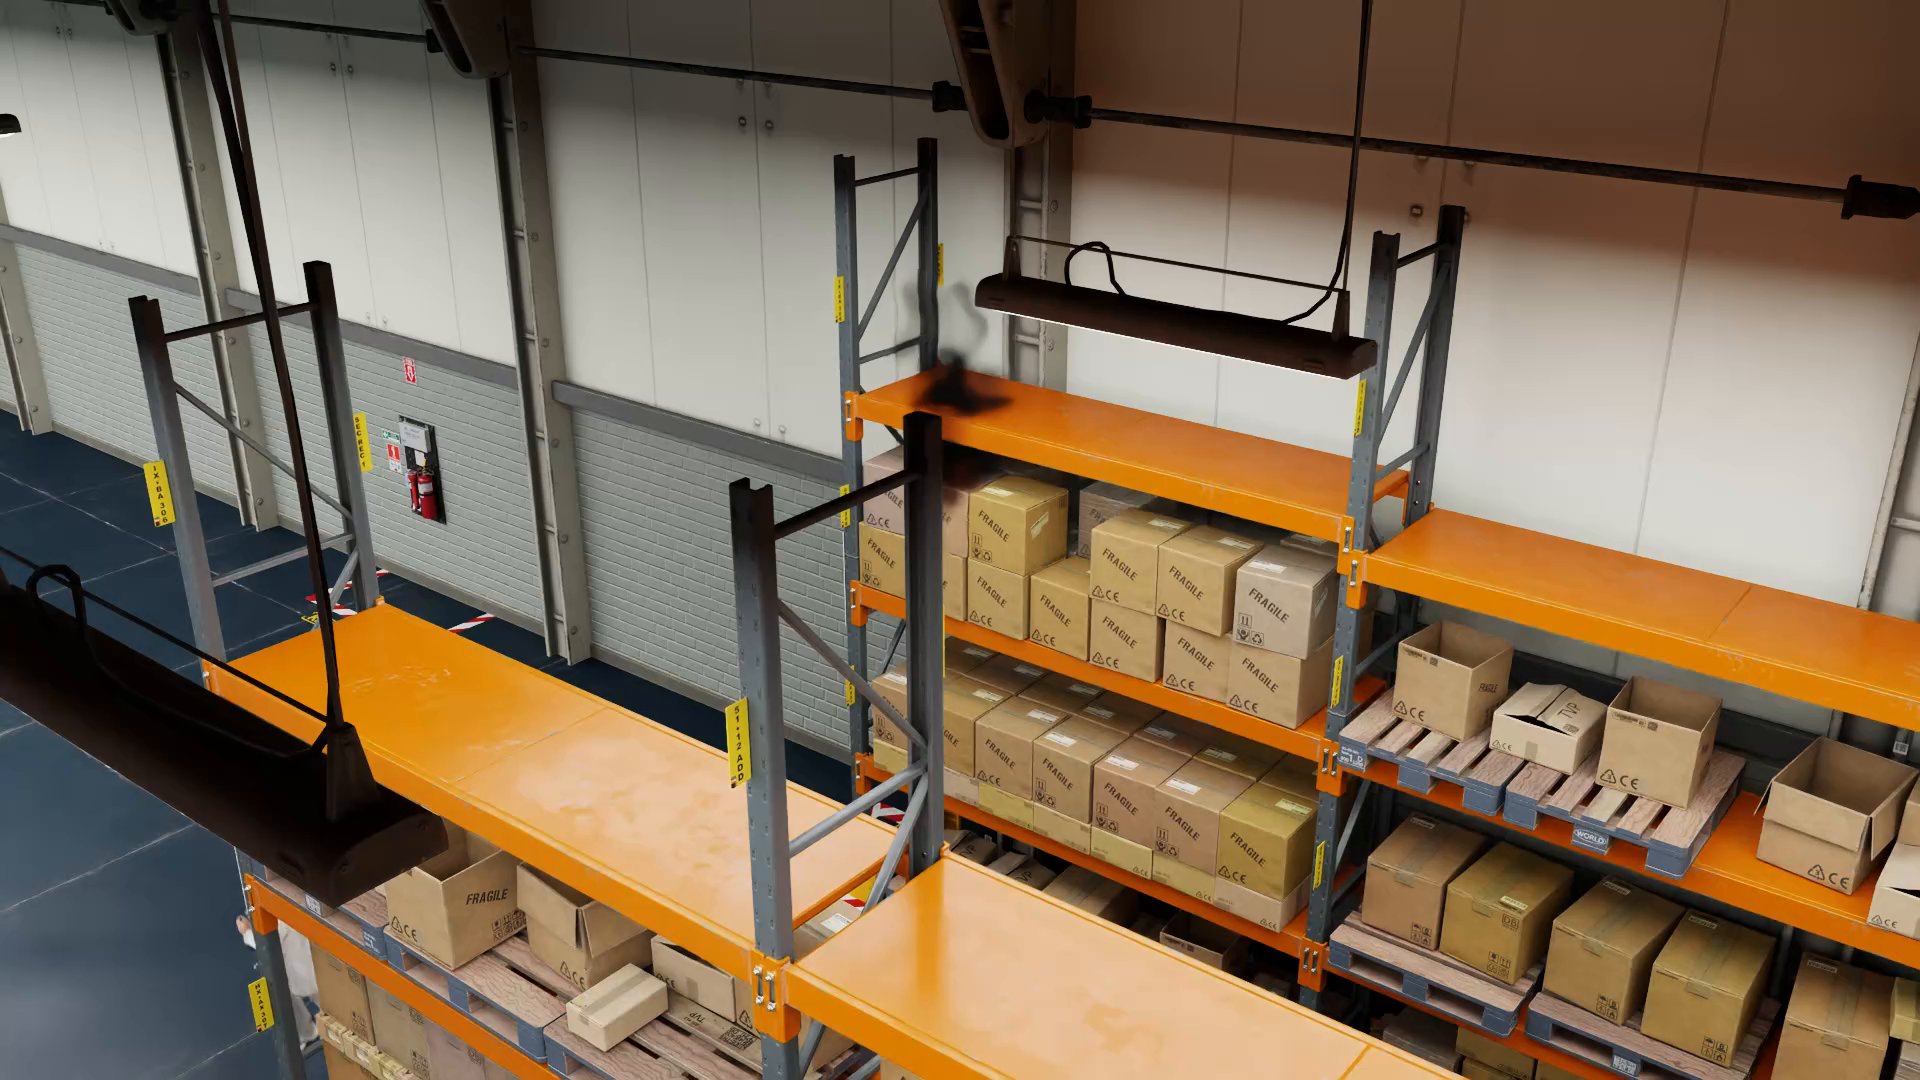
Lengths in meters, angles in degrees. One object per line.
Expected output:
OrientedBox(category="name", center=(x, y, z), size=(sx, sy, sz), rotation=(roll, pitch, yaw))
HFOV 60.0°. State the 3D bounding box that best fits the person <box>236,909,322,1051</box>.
OrientedBox(category="person", center=(-4.369, 2.791, 11.031), size=(0.699, 1.868, 0.681), rotation=(-8, 24, -18))
